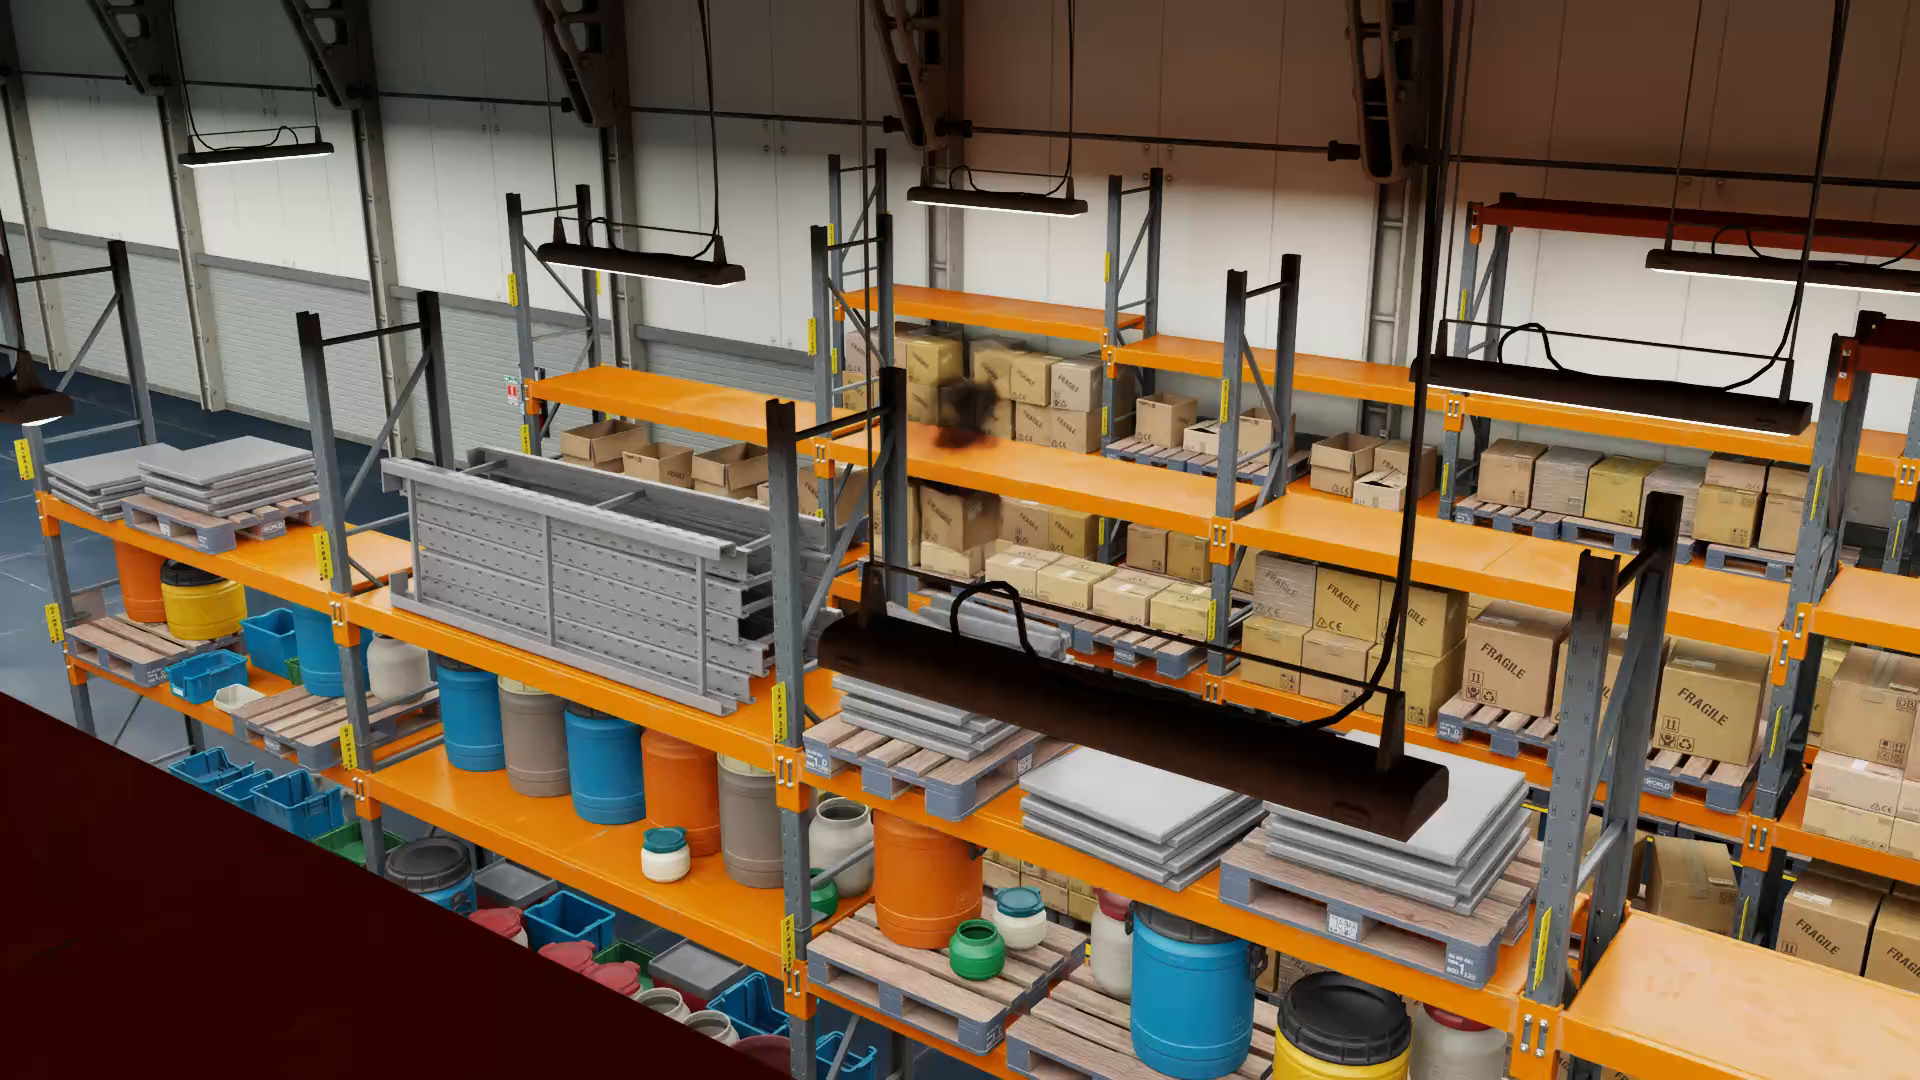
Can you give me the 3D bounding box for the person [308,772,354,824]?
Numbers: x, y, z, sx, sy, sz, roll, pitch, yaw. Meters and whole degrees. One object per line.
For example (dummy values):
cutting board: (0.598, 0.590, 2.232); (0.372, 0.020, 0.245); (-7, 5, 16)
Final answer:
person: (-5.839, 2.359, 15.579); (0.664, 1.605, 0.526); (10, 21, 28)
